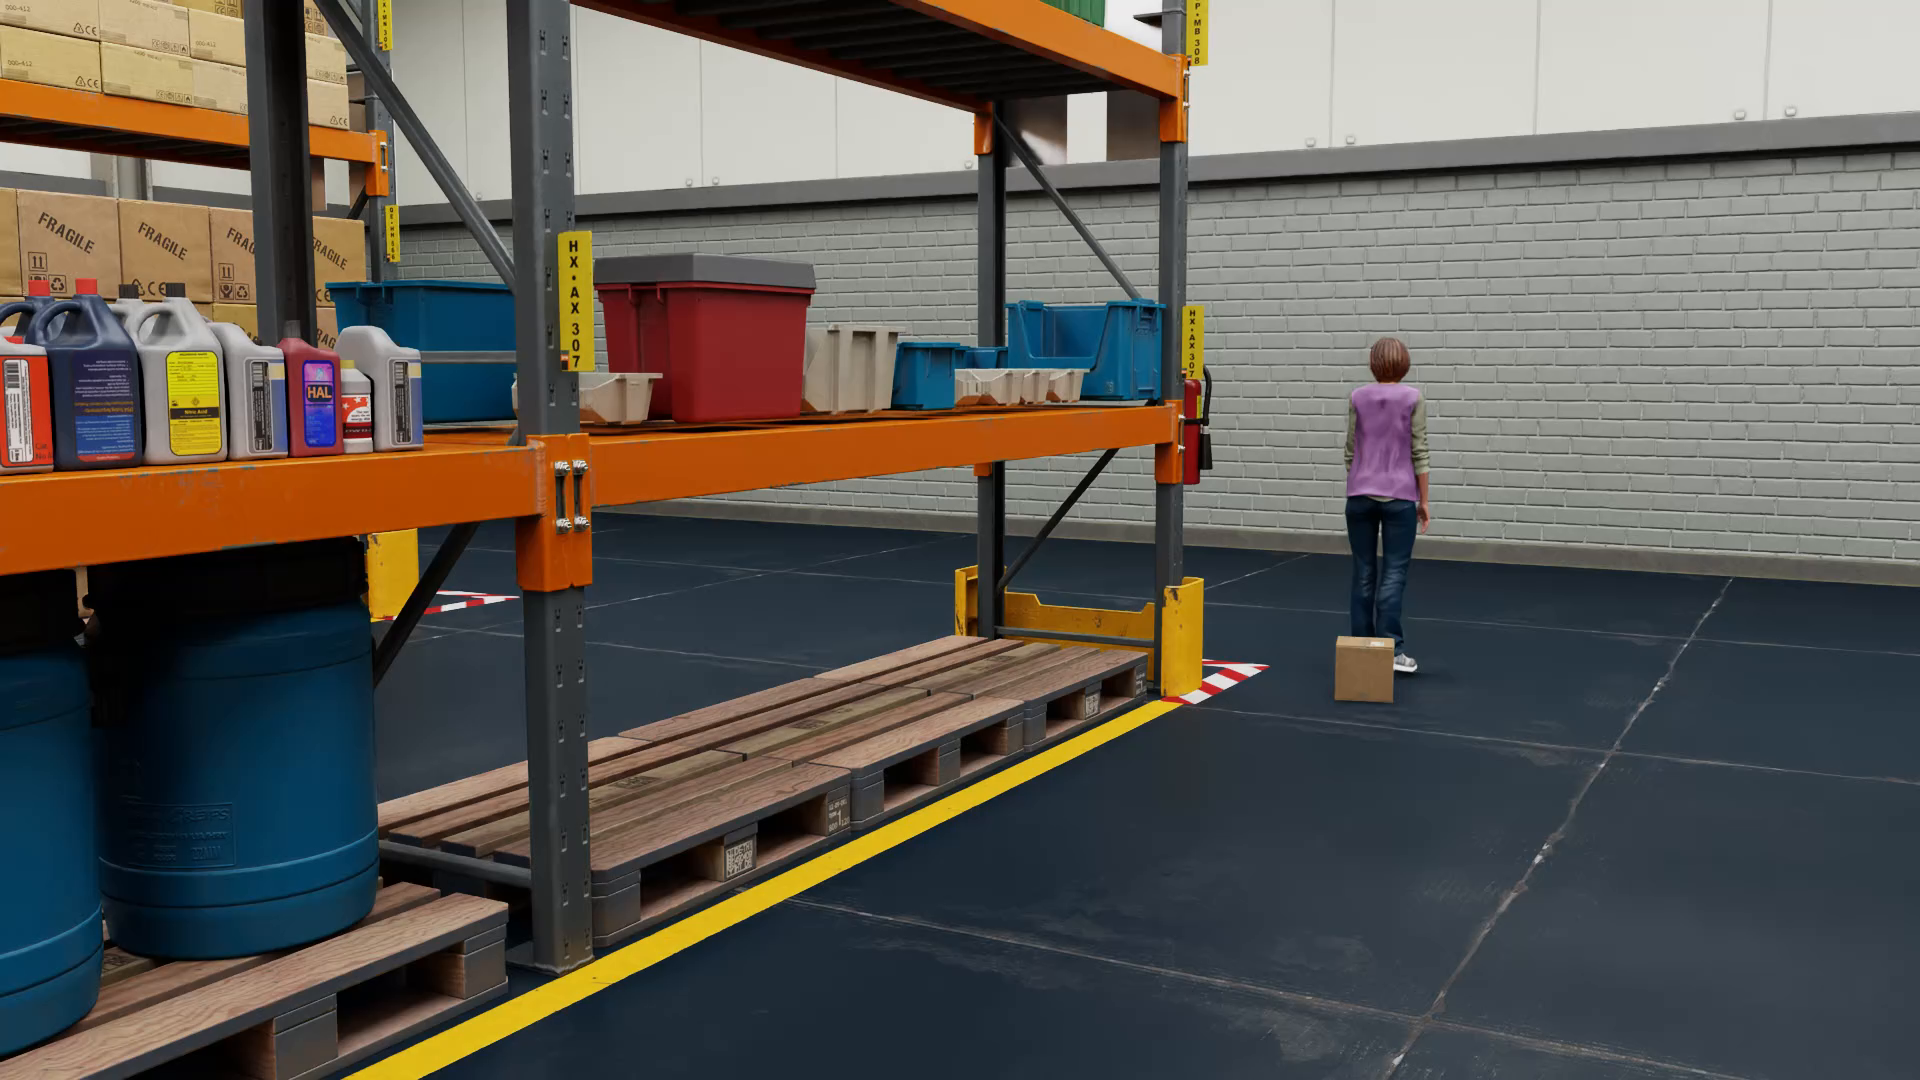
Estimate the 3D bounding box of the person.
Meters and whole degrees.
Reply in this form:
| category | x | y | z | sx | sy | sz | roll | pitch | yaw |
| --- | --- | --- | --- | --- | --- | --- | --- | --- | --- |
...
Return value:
| category | x | y | z | sx | sy | sz | roll | pitch | yaw |
| --- | --- | --- | --- | --- | --- | --- | --- | --- | --- |
| person | 2.050 | -0.167 | 8.010 | 0.429 | 1.613 | 0.369 | 4 | 7 | 30 |
